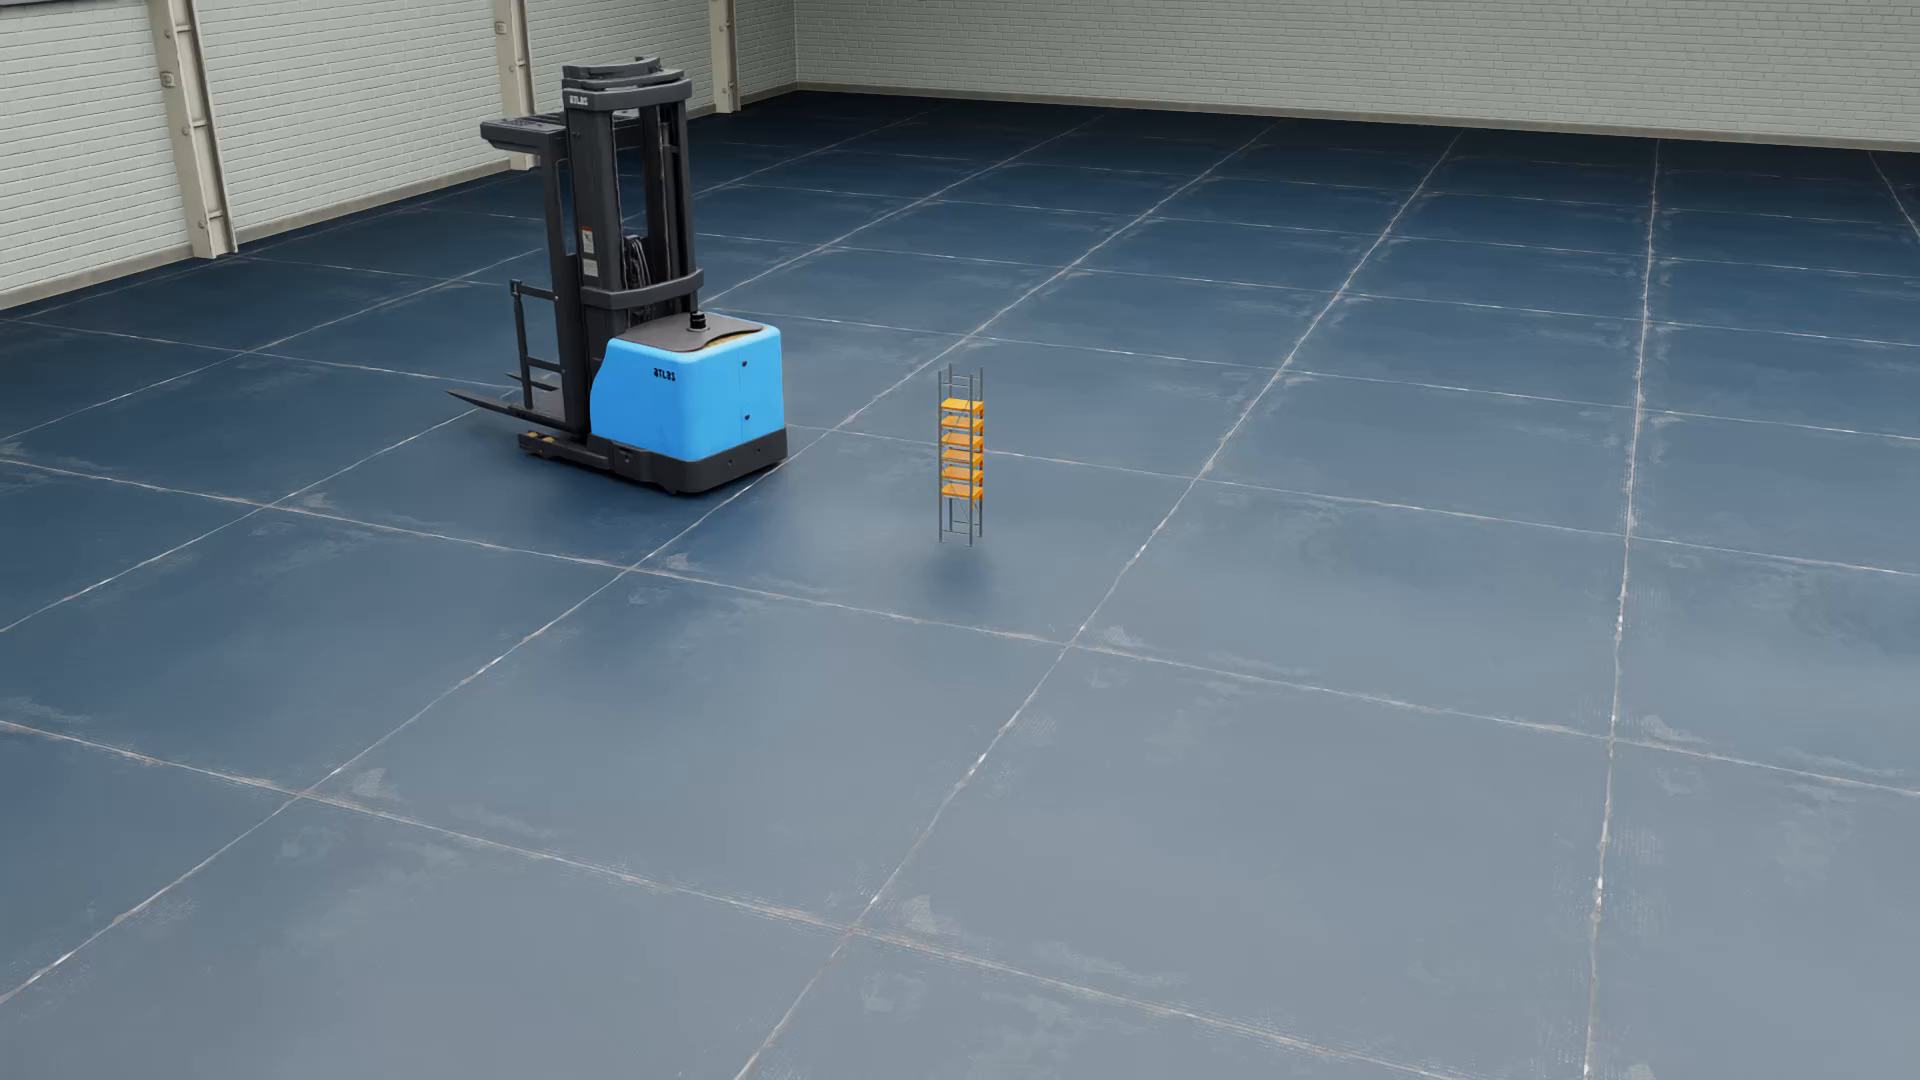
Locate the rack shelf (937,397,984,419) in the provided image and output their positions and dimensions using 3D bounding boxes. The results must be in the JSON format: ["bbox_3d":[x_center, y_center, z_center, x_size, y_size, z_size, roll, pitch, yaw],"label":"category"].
[{"bbox_3d":[0.005,-0.850,10.910,0.258,0.103,0.180,9,24,20],"label":"rack shelf"}]

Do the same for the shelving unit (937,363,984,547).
[{"bbox_3d":[0.005,-0.559,11.031,0.258,1.200,0.189,9,24,20],"label":"shelving unit"}]

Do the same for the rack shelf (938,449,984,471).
[{"bbox_3d":[0.005,-0.518,11.048,0.258,0.103,0.180,9,24,20],"label":"rack shelf"}]

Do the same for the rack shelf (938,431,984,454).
[{"bbox_3d":[0.005,-0.629,11.002,0.258,0.103,0.180,9,24,20],"label":"rack shelf"}]

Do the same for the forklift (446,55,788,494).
[{"bbox_3d":[-2.788,-2.117,12.516,3.031,2.935,1.130,16,28,34],"label":"forklift"}]

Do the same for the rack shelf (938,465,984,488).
[{"bbox_3d":[0.005,-0.407,11.095,0.258,0.103,0.180,9,24,20],"label":"rack shelf"}]

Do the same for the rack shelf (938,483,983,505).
[{"bbox_3d":[0.005,-0.296,11.141,0.258,0.103,0.180,9,24,20],"label":"rack shelf"}]

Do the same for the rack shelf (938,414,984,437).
[{"bbox_3d":[0.005,-0.739,10.956,0.258,0.103,0.180,9,24,20],"label":"rack shelf"}]

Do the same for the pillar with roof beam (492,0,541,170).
[{"bbox_3d":[-2.340,-8.974,21.058,9.100,9.000,0.400,9,24,20],"label":"pillar with roof beam"}]

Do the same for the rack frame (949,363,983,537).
[{"bbox_3d":[0.039,-0.592,11.110,0.240,1.200,0.006,9,24,20],"label":"rack frame"}]

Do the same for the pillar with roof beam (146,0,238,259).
[{"bbox_3d":[-4.569,-6.827,15.918,9.100,9.000,0.400,9,24,20],"label":"pillar with roof beam"}]

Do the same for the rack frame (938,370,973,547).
[{"bbox_3d":[-0.029,-0.526,10.953,0.240,1.200,0.006,9,24,20],"label":"rack frame"}]

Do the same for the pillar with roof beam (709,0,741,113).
[{"bbox_3d":[-0.111,-11.121,26.199,9.100,9.000,0.400,9,24,20],"label":"pillar with roof beam"}]
